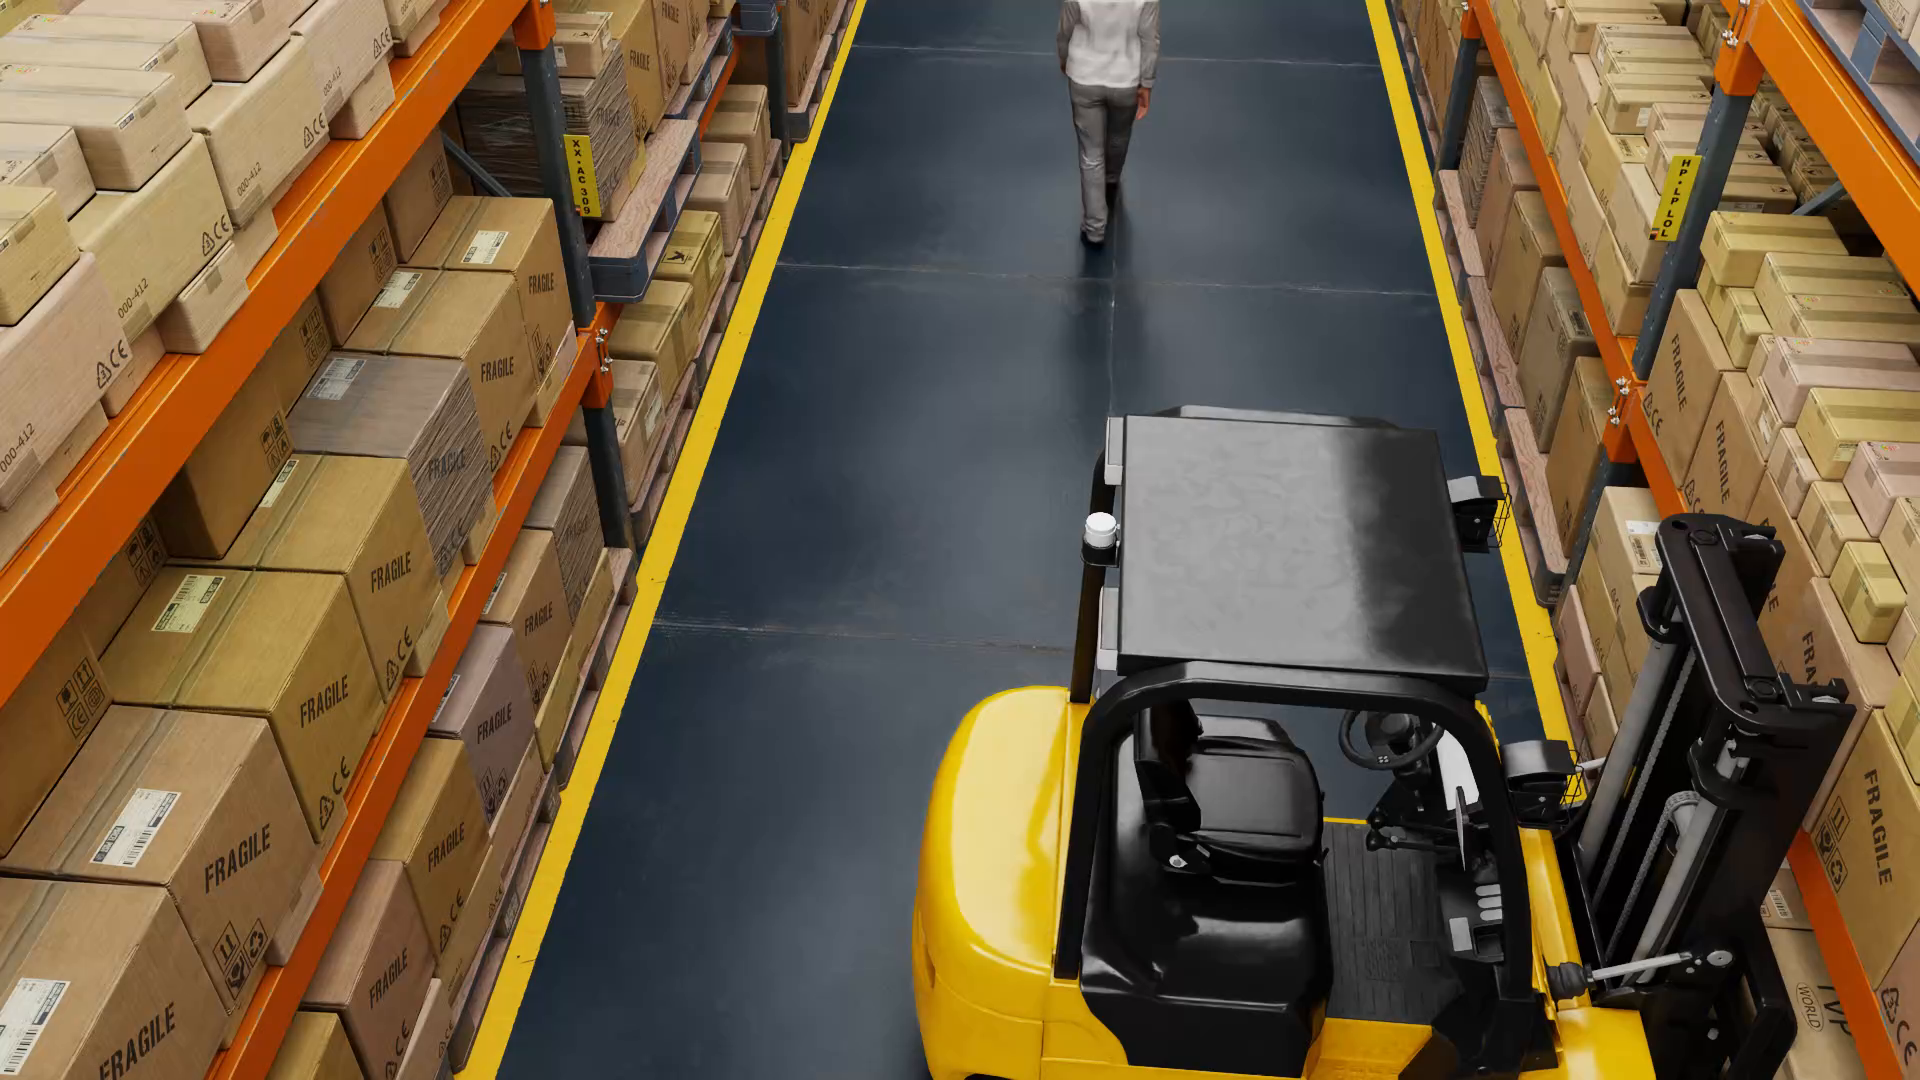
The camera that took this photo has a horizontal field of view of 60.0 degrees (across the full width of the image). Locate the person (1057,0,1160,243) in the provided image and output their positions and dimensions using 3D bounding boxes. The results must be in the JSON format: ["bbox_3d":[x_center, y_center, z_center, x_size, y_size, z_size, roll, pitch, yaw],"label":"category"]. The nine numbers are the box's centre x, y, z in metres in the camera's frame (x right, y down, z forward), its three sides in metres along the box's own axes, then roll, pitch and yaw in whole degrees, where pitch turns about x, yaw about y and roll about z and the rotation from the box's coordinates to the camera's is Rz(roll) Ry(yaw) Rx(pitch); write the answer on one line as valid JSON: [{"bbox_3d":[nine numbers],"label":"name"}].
[{"bbox_3d":[0.803,-2.648,9.288,0.549,1.716,1.018,-1,40,-1],"label":"person"}]
